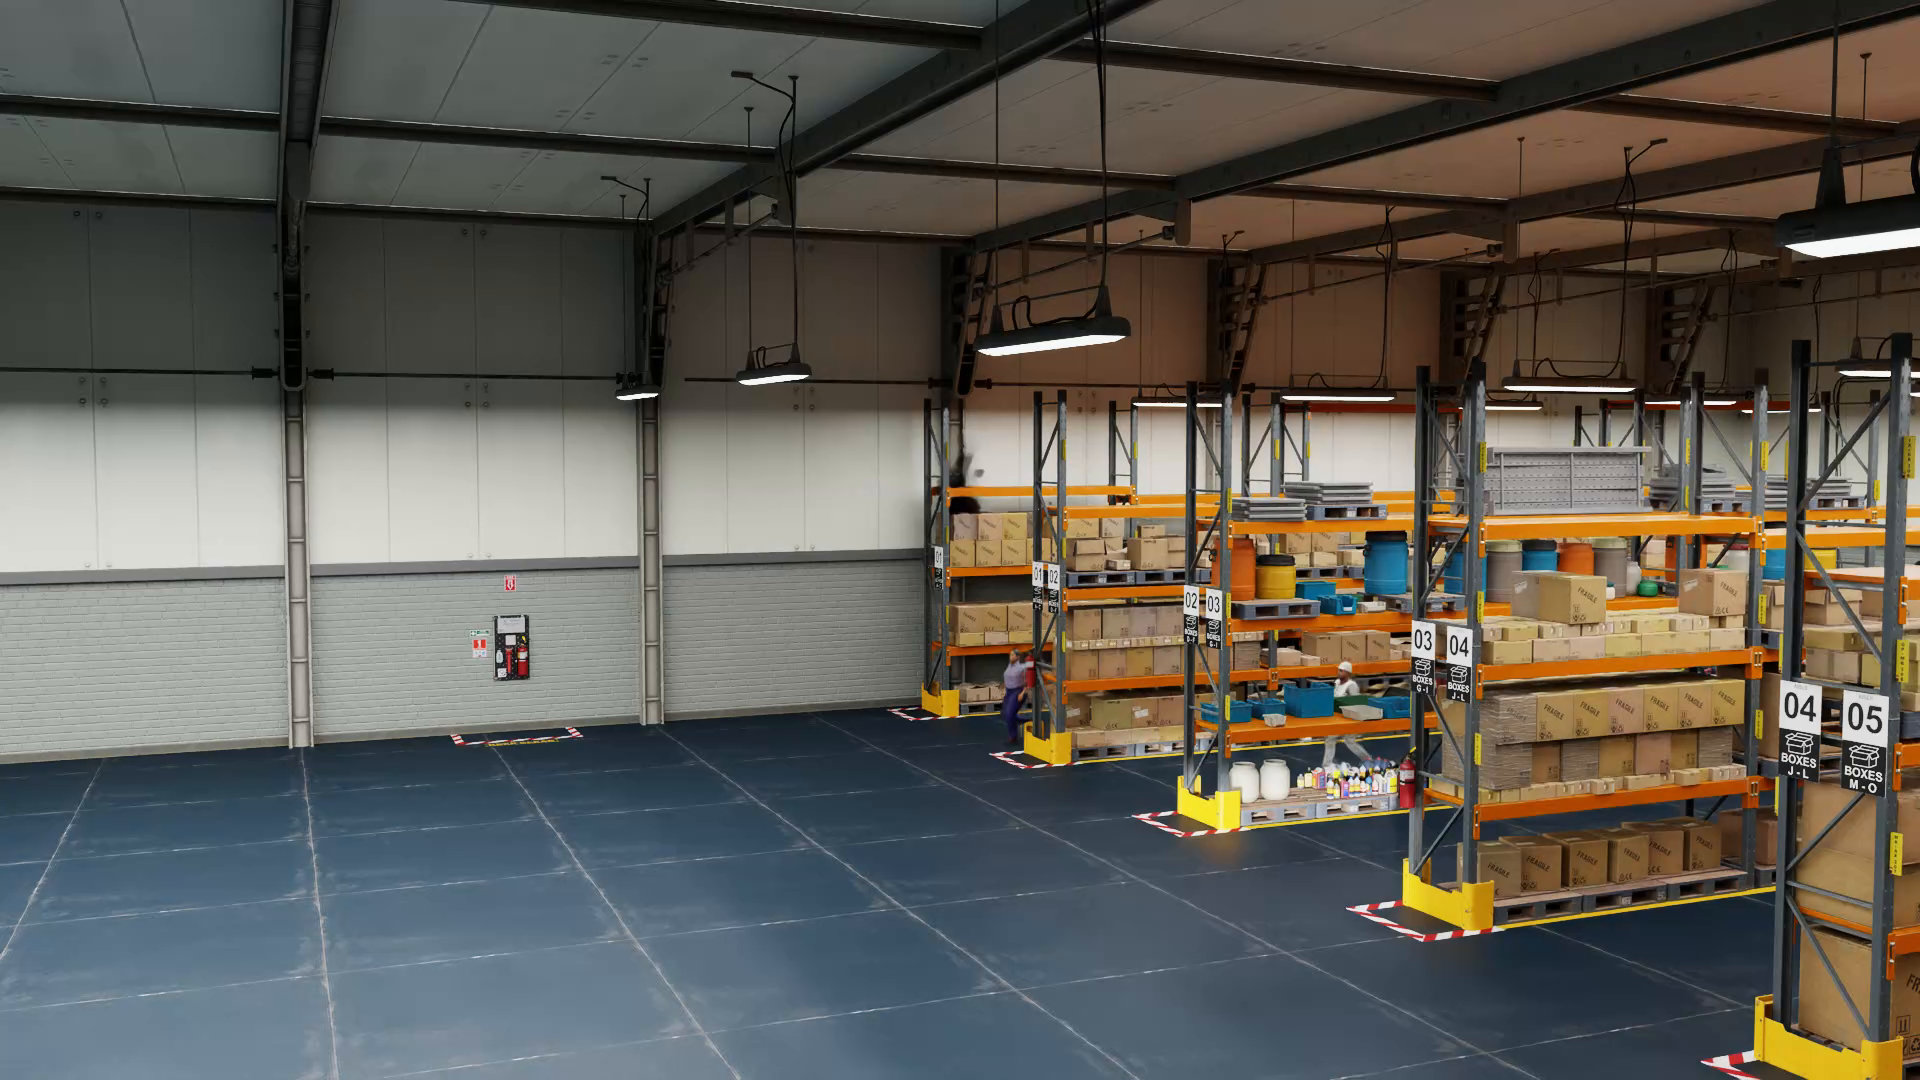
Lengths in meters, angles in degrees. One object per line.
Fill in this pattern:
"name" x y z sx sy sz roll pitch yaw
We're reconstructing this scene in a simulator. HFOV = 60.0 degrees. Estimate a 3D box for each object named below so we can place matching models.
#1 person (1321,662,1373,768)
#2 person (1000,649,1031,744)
"person" 5.862 2.744 25.445 0.997 1.773 0.683 -1 4 -23
"person" 0.985 2.686 28.681 0.599 1.628 0.641 -2 4 -28
